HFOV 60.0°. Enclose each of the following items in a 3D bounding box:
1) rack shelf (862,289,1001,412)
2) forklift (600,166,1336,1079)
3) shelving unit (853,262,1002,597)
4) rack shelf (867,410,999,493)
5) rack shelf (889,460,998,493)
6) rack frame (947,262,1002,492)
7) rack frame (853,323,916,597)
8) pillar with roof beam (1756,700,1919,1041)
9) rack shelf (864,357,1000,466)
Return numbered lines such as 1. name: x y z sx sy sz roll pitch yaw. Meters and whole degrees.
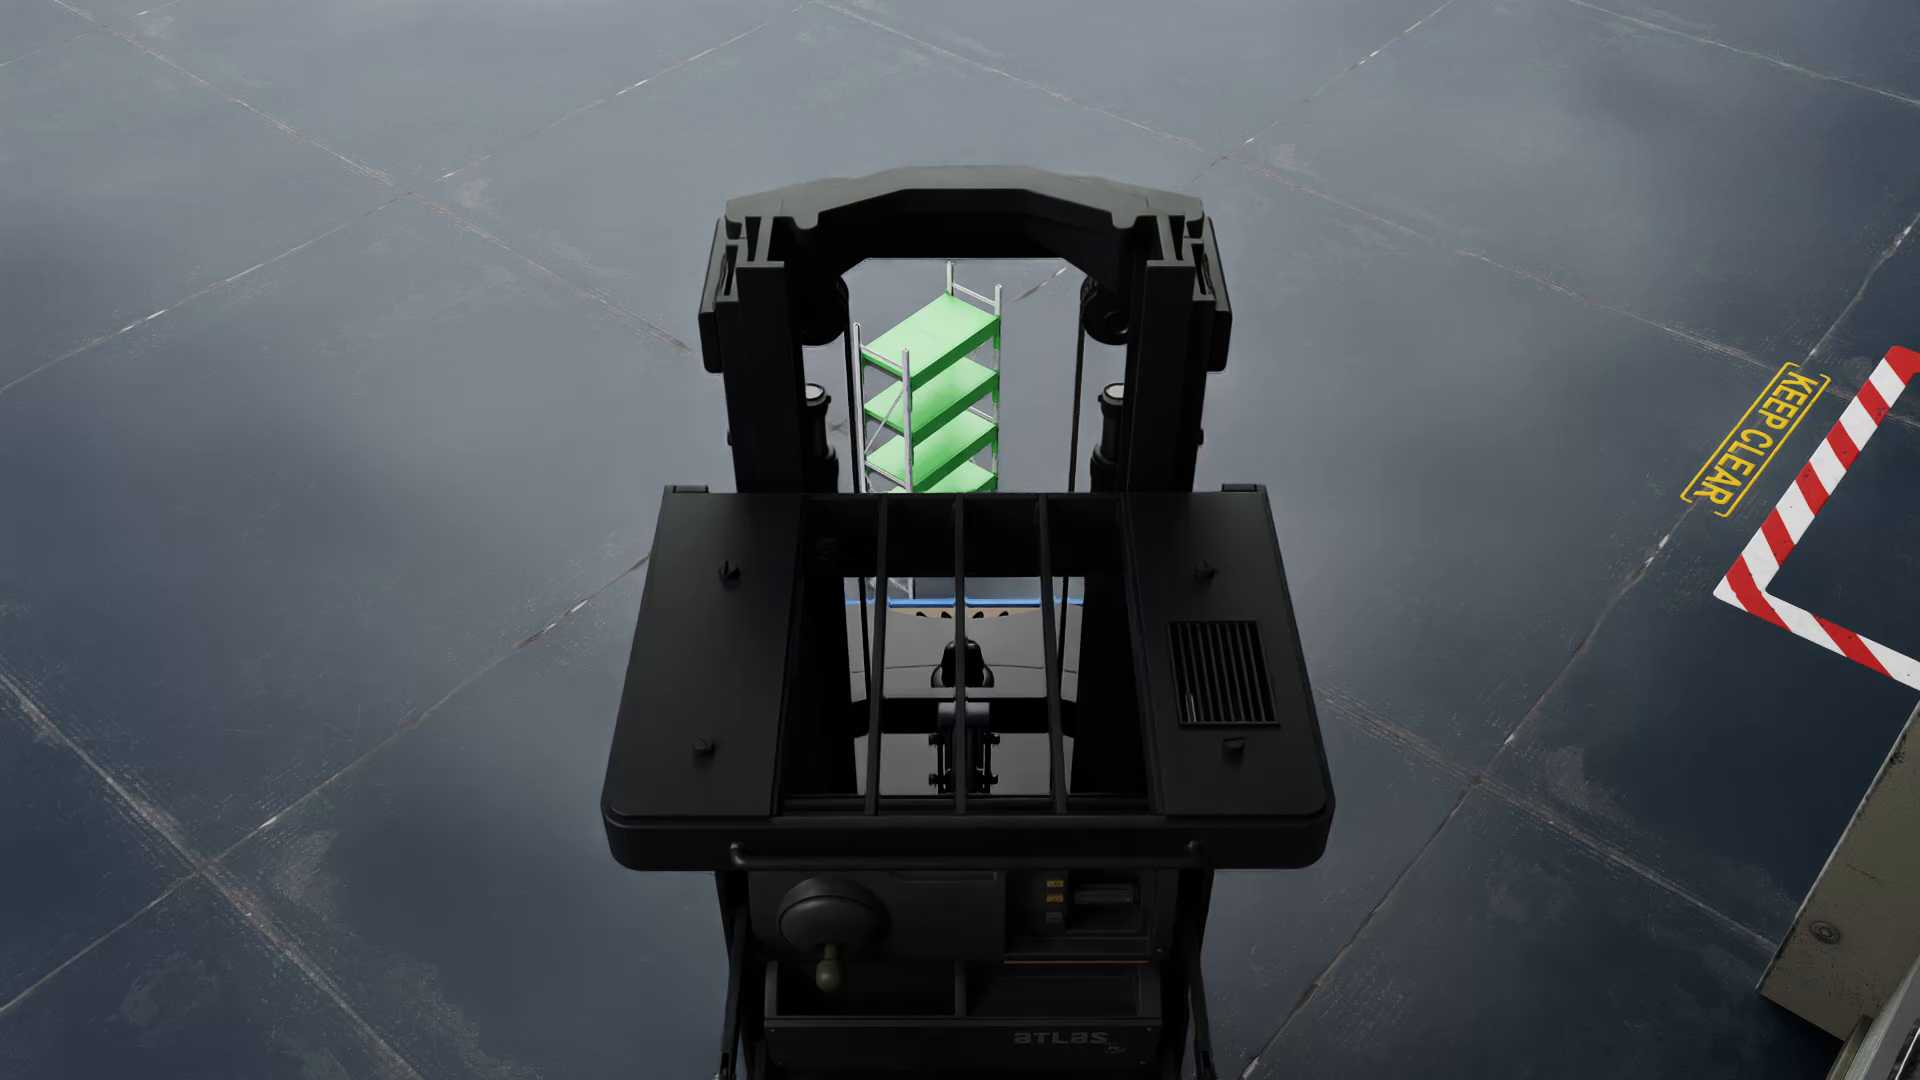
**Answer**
1. rack shelf: -0.107 -0.667 5.803 0.258 0.148 0.480 29 50 28
2. forklift: 0.011 0.865 3.451 1.130 2.935 3.031 0 42 0
3. shelving unit: -0.107 -0.359 6.083 0.258 1.200 0.503 29 50 28
4. rack shelf: -0.107 -0.311 6.126 0.258 0.148 0.480 29 50 28
5. rack shelf: -0.107 -0.134 6.288 0.258 0.148 0.480 29 50 28
6. rack frame: 0.050 -0.484 6.221 0.240 1.200 0.015 29 50 28
7. rack frame: -0.264 -0.233 5.945 0.240 1.200 0.015 29 50 28
8. pillar with roof beam: -0.626 -3.857 4.133 9.100 9.000 0.400 29 50 28
9. rack shelf: -0.107 -0.489 5.965 0.258 0.148 0.480 29 50 28
